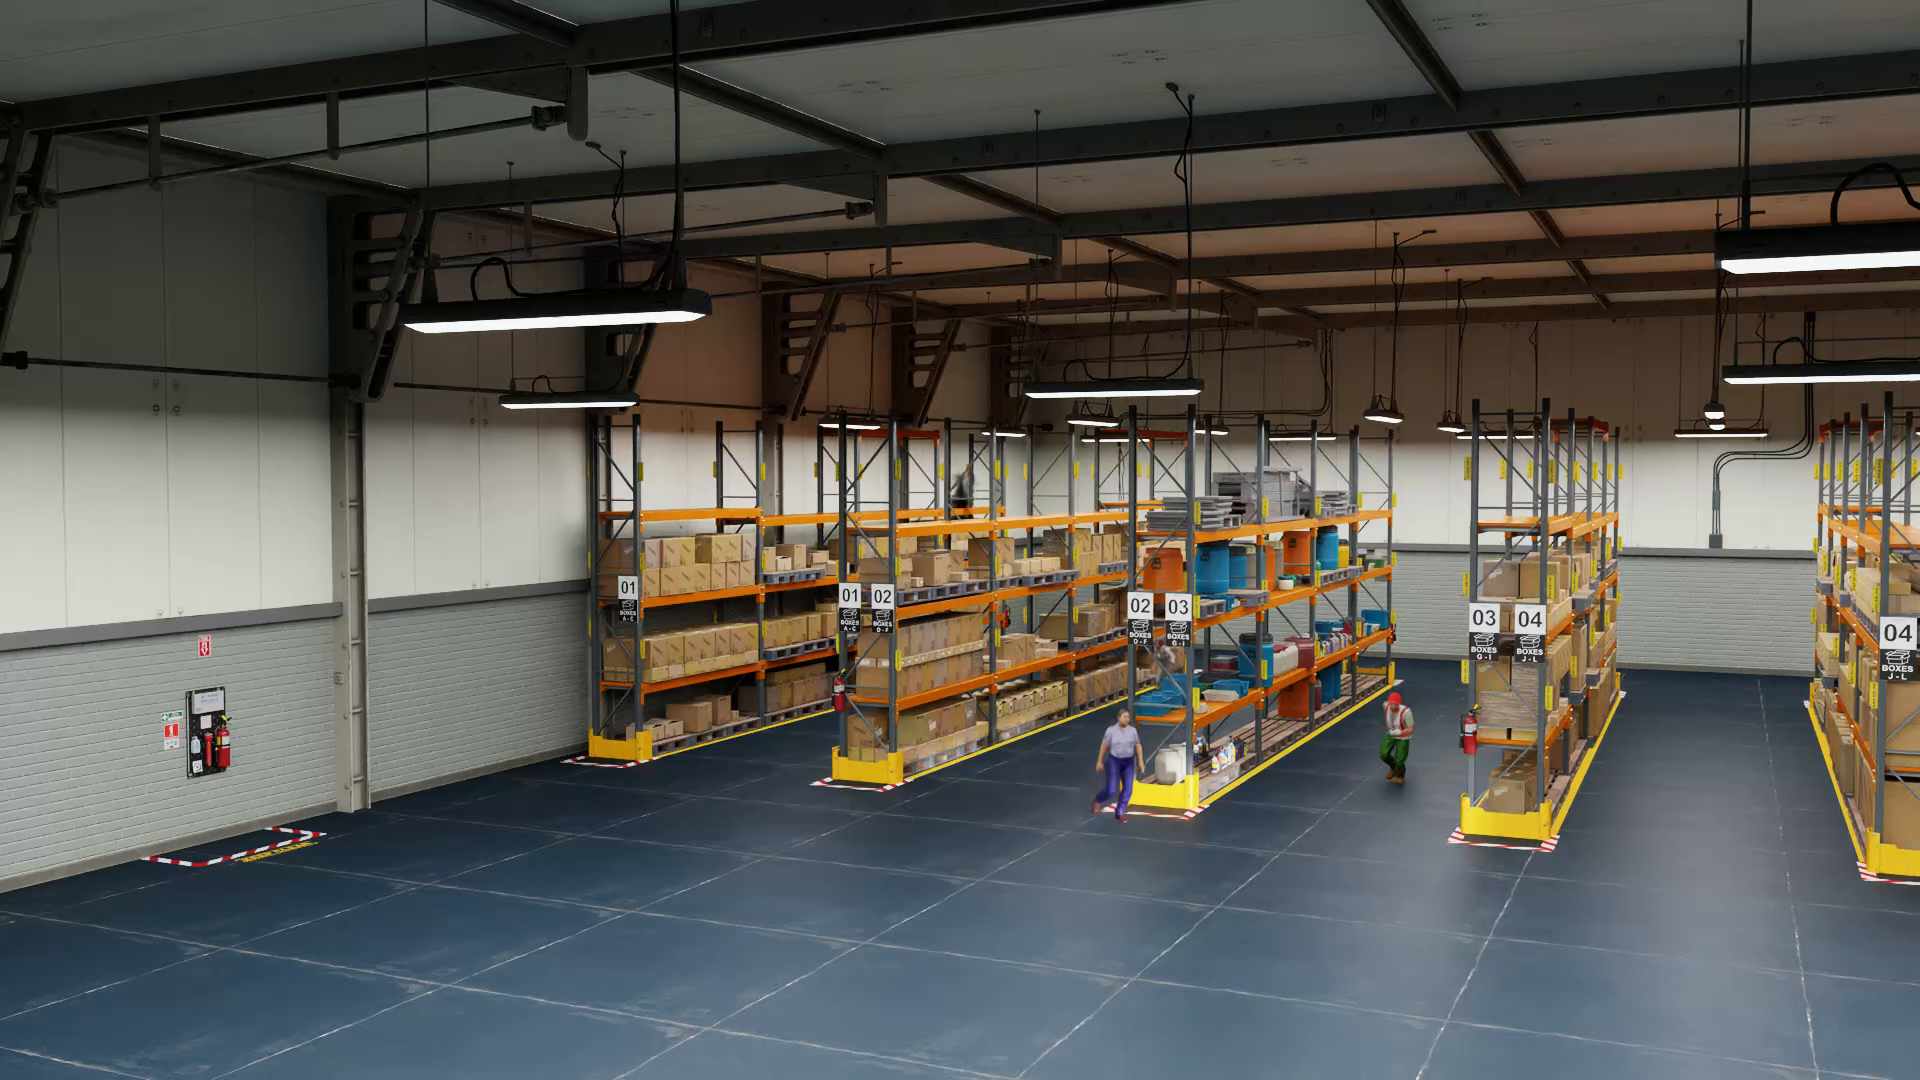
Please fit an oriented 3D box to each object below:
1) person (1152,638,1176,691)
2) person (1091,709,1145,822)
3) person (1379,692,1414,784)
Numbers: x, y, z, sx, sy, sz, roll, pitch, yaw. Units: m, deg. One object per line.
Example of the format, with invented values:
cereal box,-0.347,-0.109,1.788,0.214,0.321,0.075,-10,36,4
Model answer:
person,4.478,2.809,36.152,0.546,1.427,0.888,2,3,33
person,2.254,3.233,23.834,0.662,1.631,0.661,-1,2,-17
person,6.902,3.136,26.304,0.692,1.532,1.018,2,3,37
